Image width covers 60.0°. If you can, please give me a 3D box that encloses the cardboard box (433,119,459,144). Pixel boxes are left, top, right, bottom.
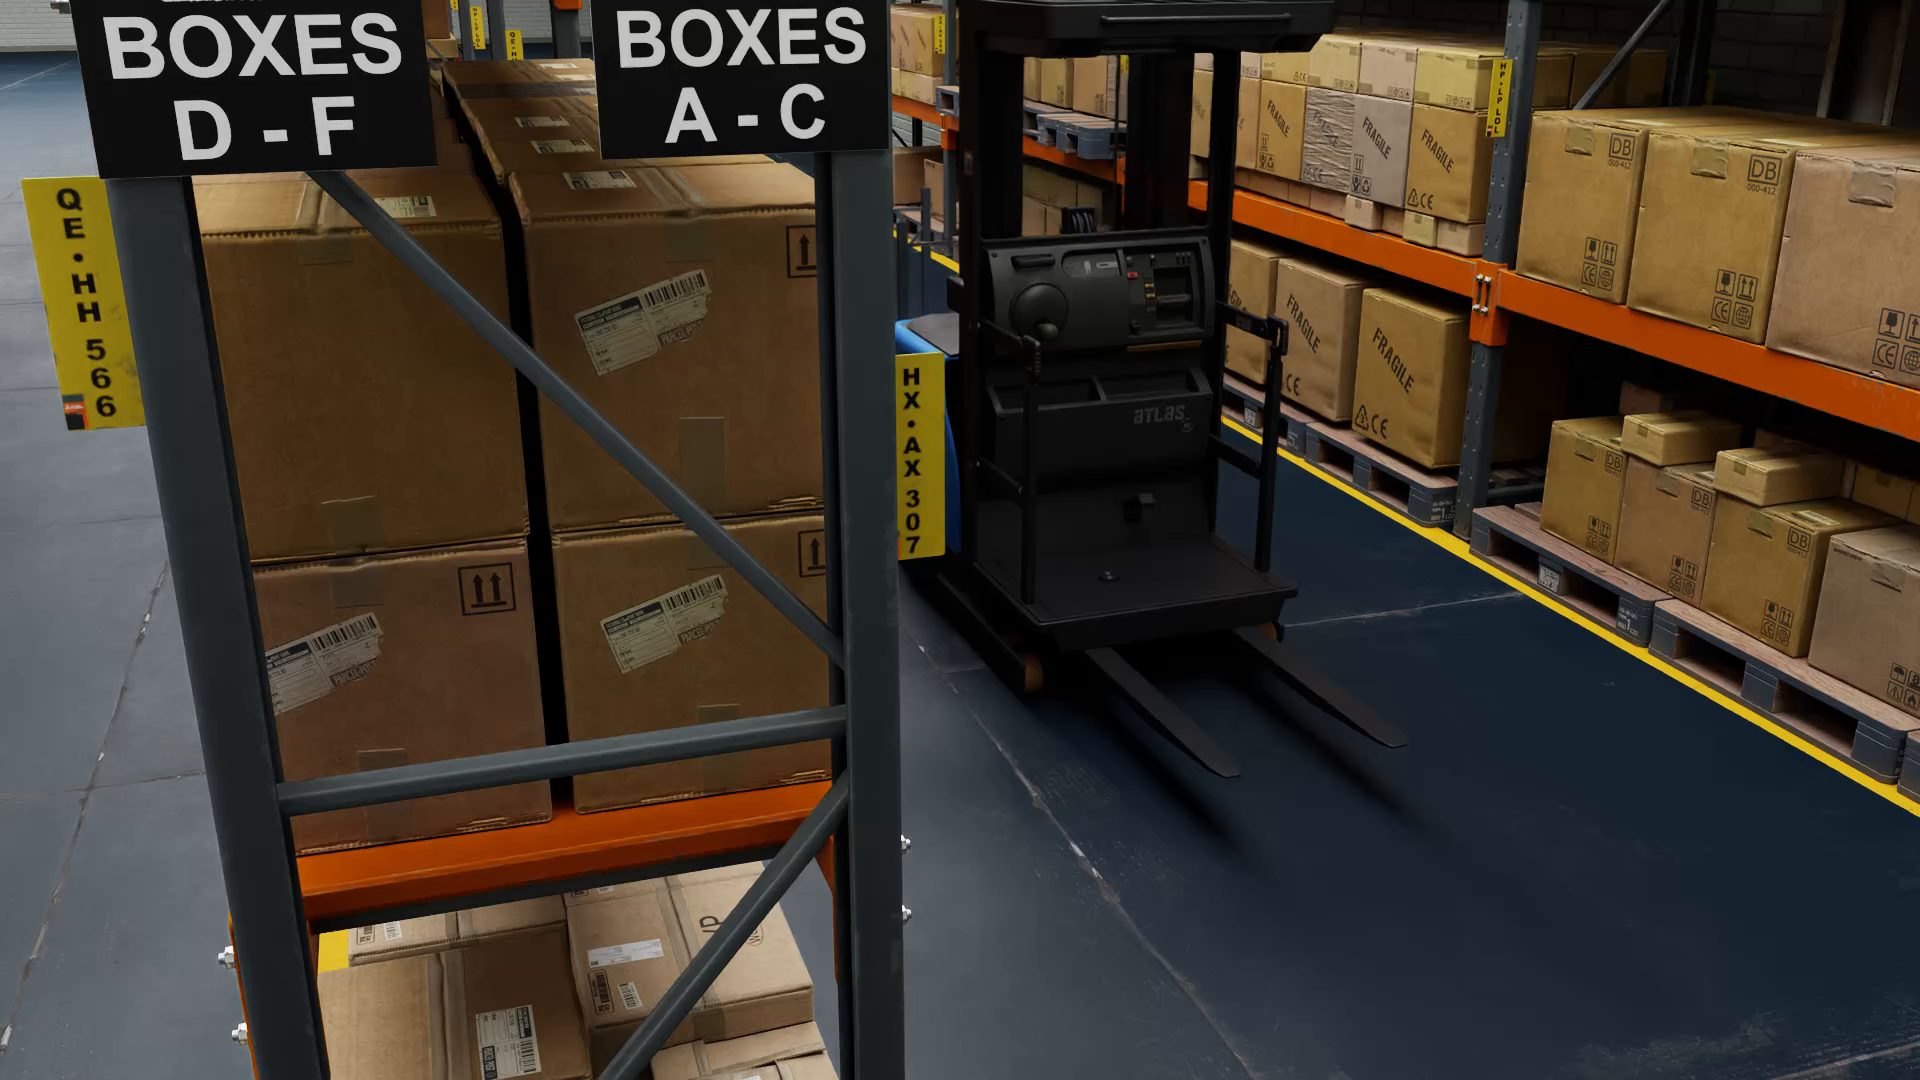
[{"bbox_3d":[-1.315,-0.619,3.576,0.500,0.500,0.500,-6,21,-16],"label":"cardboard box"}]

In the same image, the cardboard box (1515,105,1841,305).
[{"bbox_3d":[3.012,-1.436,7.035,0.980,0.700,0.700,-6,21,-16],"label":"cardboard box"}]

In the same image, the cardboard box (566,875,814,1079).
[{"bbox_3d":[-0.646,1.062,3.939,0.500,0.250,0.500,-6,21,-17],"label":"cardboard box"}]

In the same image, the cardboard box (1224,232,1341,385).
[{"bbox_3d":[1.976,-1.409,9.961,0.750,0.750,0.750,-6,21,-17],"label":"cardboard box"}]

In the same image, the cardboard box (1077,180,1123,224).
[{"bbox_3d":[1.205,-2.553,12.526,0.500,0.250,0.500,-6,21,-16],"label":"cardboard box"}]

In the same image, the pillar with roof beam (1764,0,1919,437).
[{"bbox_3d":[-0.188,-3.704,4.918,9.100,9.000,0.400,-6,21,-17],"label":"pillar with roof beam"}]

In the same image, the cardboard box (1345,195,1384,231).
[{"bbox_3d":[2.203,-1.686,8.514,0.380,0.149,0.250,-6,21,-17],"label":"cardboard box"}]

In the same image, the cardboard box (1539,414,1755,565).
[{"bbox_3d":[2.995,-0.241,7.228,0.700,0.500,0.500,-6,21,-17],"label":"cardboard box"}]

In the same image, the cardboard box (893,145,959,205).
[{"bbox_3d":[-0.420,-3.697,16.820,0.700,0.500,0.500,-8,21,-21],"label":"cardboard box"}]

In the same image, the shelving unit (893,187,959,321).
[{"bbox_3d":[-0.217,-0.905,8.217,0.538,1.500,1.048,-7,21,-19],"label":"shelving unit"}]

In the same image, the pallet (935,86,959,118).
[{"bbox_3d":[0.445,-3.687,14.029,1.003,0.211,1.213,-6,21,-17],"label":"pallet"}]

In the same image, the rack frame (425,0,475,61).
[{"bbox_3d":[-4.358,-3.511,13.254,1.000,3.000,0.127,-6,21,-17],"label":"rack frame"}]

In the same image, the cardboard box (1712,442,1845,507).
[{"bbox_3d":[3.094,-0.250,6.292,0.380,0.149,0.250,-7,21,-19],"label":"cardboard box"}]

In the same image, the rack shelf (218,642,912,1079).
[{"bbox_3d":[-1.215,0.037,4.441,1.077,0.370,4.000,-6,21,-17],"label":"rack shelf"}]

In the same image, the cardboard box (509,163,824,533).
[{"bbox_3d":[-0.476,-0.348,2.821,0.500,0.500,0.500,-6,21,-16],"label":"cardboard box"}]

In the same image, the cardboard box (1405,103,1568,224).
[{"bbox_3d":[2.473,-1.789,7.842,0.500,0.500,0.500,-7,21,-18],"label":"cardboard box"}]

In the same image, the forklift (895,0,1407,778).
[{"bbox_3d":[0.627,-0.948,6.221,1.130,2.935,3.031,-7,21,-19],"label":"forklift"}]

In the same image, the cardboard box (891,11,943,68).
[{"bbox_3d":[-0.410,-4.771,15.846,0.500,0.500,0.500,-7,21,-19],"label":"cardboard box"}]

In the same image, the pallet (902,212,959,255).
[{"bbox_3d":[0.098,-2.938,15.783,1.003,0.211,1.213,-6,21,-17],"label":"pallet"}]

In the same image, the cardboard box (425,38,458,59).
[{"bbox_3d":[-4.259,-3.970,13.424,0.380,0.149,0.250,-6,21,-17],"label":"cardboard box"}]

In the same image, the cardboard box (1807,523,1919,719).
[{"bbox_3d":[3.484,0.255,5.845,0.700,0.500,0.500,-7,21,-19],"label":"cardboard box"}]

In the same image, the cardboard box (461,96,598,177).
[{"bbox_3d":[-0.960,-0.839,4.188,0.500,0.500,0.500,-7,21,-18],"label":"cardboard box"}]

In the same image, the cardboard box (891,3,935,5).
[{"bbox_3d":[-0.564,-5.485,17.833,0.500,0.500,0.500,-7,21,-18],"label":"cardboard box"}]

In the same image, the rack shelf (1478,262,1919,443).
[{"bbox_3d":[3.486,-0.491,5.909,1.077,0.370,4.000,-6,21,-17],"label":"rack shelf"}]

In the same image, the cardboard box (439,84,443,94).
[{"bbox_3d":[-2.690,-1.968,8.189,0.700,0.500,0.500,-3,20,-7],"label":"cardboard box"}]

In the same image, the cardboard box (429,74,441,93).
[{"bbox_3d":[-1.800,-1.115,4.955,0.500,0.500,0.500,-7,21,-19],"label":"cardboard box"}]

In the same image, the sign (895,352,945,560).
[{"bbox_3d":[-0.072,-0.125,2.547,0.100,0.325,0.005,-6,21,-17],"label":"sign"}]

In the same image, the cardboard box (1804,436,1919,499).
[{"bbox_3d":[3.468,-0.280,6.375,0.380,0.149,0.250,-6,21,-17],"label":"cardboard box"}]

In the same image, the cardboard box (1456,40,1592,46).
[{"bbox_3d":[2.789,-2.363,8.331,0.500,0.250,0.500,-6,21,-17],"label":"cardboard box"}]

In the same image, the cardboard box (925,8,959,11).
[{"bbox_3d":[-0.091,-4.995,16.470,0.500,0.500,0.500,-6,21,-16],"label":"cardboard box"}]

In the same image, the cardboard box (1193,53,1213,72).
[{"bbox_3d":[1.668,-2.959,9.989,0.500,0.250,0.500,-7,21,-18],"label":"cardboard box"}]

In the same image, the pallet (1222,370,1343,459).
[{"bbox_3d":[2.156,-0.791,9.805,1.003,0.211,1.213,-6,21,-17],"label":"pallet"}]

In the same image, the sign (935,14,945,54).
[{"bbox_3d":[-0.170,-4.386,14.409,0.100,0.325,0.005,-6,21,-17],"label":"sign"}]

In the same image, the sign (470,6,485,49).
[{"bbox_3d":[-3.846,-4.079,13.240,0.100,0.325,0.005,-6,21,-17],"label":"sign"}]

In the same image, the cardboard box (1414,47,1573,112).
[{"bbox_3d":[2.468,-2.143,7.719,0.500,0.250,0.500,-6,21,-16],"label":"cardboard box"}]

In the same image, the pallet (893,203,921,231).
[{"bbox_3d":[-0.289,-3.330,16.875,1.003,0.211,1.213,-6,21,-17],"label":"pallet"}]

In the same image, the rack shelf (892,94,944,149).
[{"bbox_3d":[-0.286,-4.342,16.631,1.077,0.370,4.000,-6,21,-17],"label":"rack shelf"}]

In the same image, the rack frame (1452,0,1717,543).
[{"bbox_3d":[2.857,-1.471,7.575,1.000,3.000,0.127,-6,21,-17],"label":"rack frame"}]

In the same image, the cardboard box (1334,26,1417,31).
[{"bbox_3d":[2.306,-2.855,9.700,0.500,0.250,0.500,-7,21,-19],"label":"cardboard box"}]

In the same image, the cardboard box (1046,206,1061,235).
[{"bbox_3d":[1.090,-2.345,13.055,0.700,0.500,0.500,-7,21,-17],"label":"cardboard box"}]

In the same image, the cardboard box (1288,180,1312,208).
[{"bbox_3d":[2.052,-1.939,9.221,0.380,0.149,0.250,-6,21,-15],"label":"cardboard box"}]

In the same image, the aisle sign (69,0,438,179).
[{"bbox_3d":[-0.856,-0.829,1.941,0.394,0.787,0.004,-6,21,-17],"label":"aisle sign"}]

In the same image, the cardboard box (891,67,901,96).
[{"bbox_3d":[-0.415,-4.417,15.970,0.500,0.250,0.500,-7,21,-18],"label":"cardboard box"}]

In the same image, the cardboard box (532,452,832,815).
[{"bbox_3d":[-0.476,0.123,2.990,0.500,0.500,0.500,-6,21,-16],"label":"cardboard box"}]

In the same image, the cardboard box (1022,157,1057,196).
[{"bbox_3d":[0.732,-3.046,13.899,0.500,0.250,0.500,-7,21,-18],"label":"cardboard box"}]

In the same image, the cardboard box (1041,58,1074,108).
[{"bbox_3d":[1.030,-3.556,12.581,0.700,0.500,0.500,-6,21,-17],"label":"cardboard box"}]

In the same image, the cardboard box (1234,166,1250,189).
[{"bbox_3d":[1.844,-2.190,9.917,0.380,0.149,0.250,-6,21,-16],"label":"cardboard box"}]

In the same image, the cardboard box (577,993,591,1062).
[{"bbox_3d":[-1.033,1.179,3.738,0.380,0.166,0.250,-6,21,-17],"label":"cardboard box"}]

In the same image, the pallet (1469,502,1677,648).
[{"bbox_3d":[3.022,0.094,7.344,1.003,0.211,1.213,-6,21,-17],"label":"pallet"}]

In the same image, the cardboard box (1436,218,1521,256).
[{"bbox_3d":[2.482,-1.441,7.832,0.380,0.149,0.250,-6,21,-17],"label":"cardboard box"}]

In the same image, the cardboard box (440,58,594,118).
[{"bbox_3d":[-1.439,-1.326,5.545,0.500,0.500,0.500,-6,21,-17],"label":"cardboard box"}]

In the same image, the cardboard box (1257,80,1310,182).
[{"bbox_3d":[1.992,-2.273,9.191,0.500,0.500,0.500,-6,21,-16],"label":"cardboard box"}]
